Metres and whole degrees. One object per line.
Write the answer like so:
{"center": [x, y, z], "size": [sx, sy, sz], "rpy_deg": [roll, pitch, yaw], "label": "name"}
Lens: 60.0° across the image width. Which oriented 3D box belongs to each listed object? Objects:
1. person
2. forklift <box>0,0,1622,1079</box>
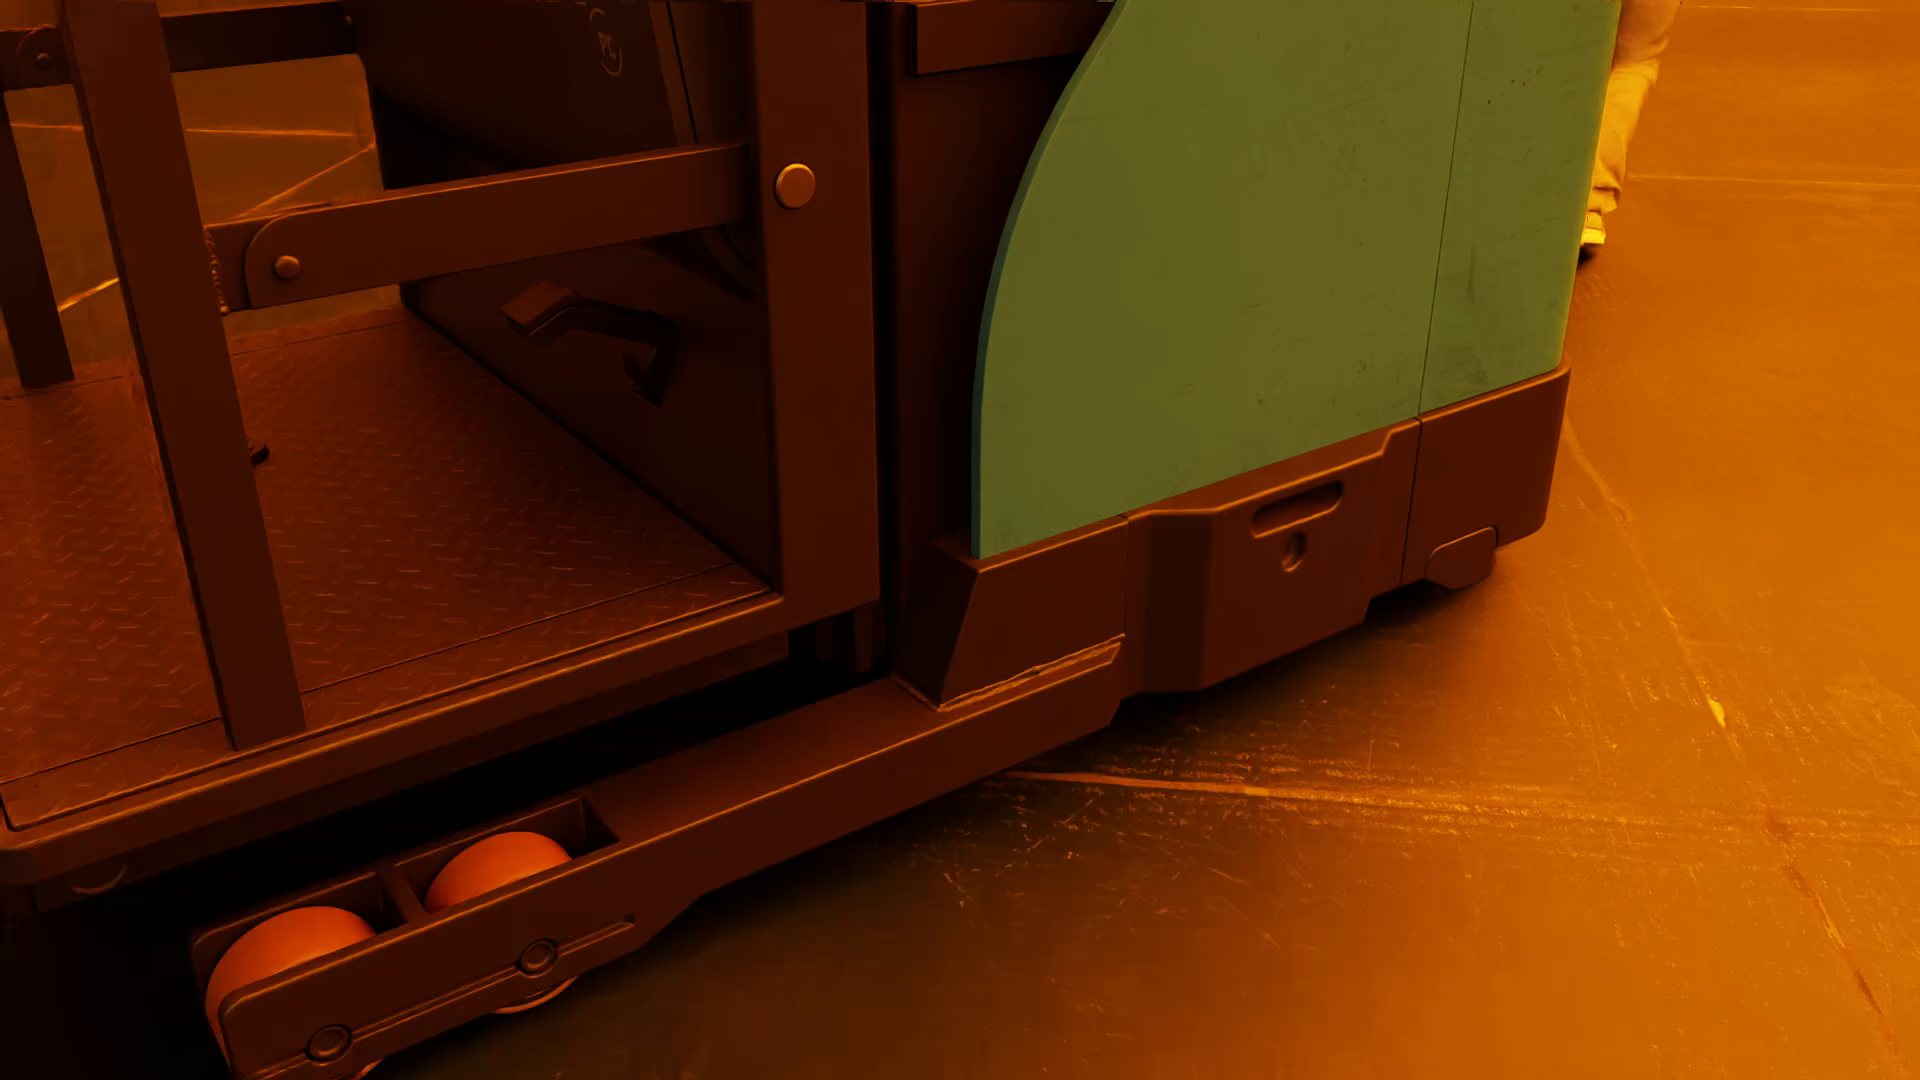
{"center": [1.440, -1.415, 3.676], "size": [0.428, 1.528, 0.825], "rpy_deg": [7, 27, 13], "label": "person"}
{"center": [-0.646, -1.078, 1.378], "size": [3.031, 2.935, 1.130], "rpy_deg": [-18, 32, -31], "label": "forklift"}
